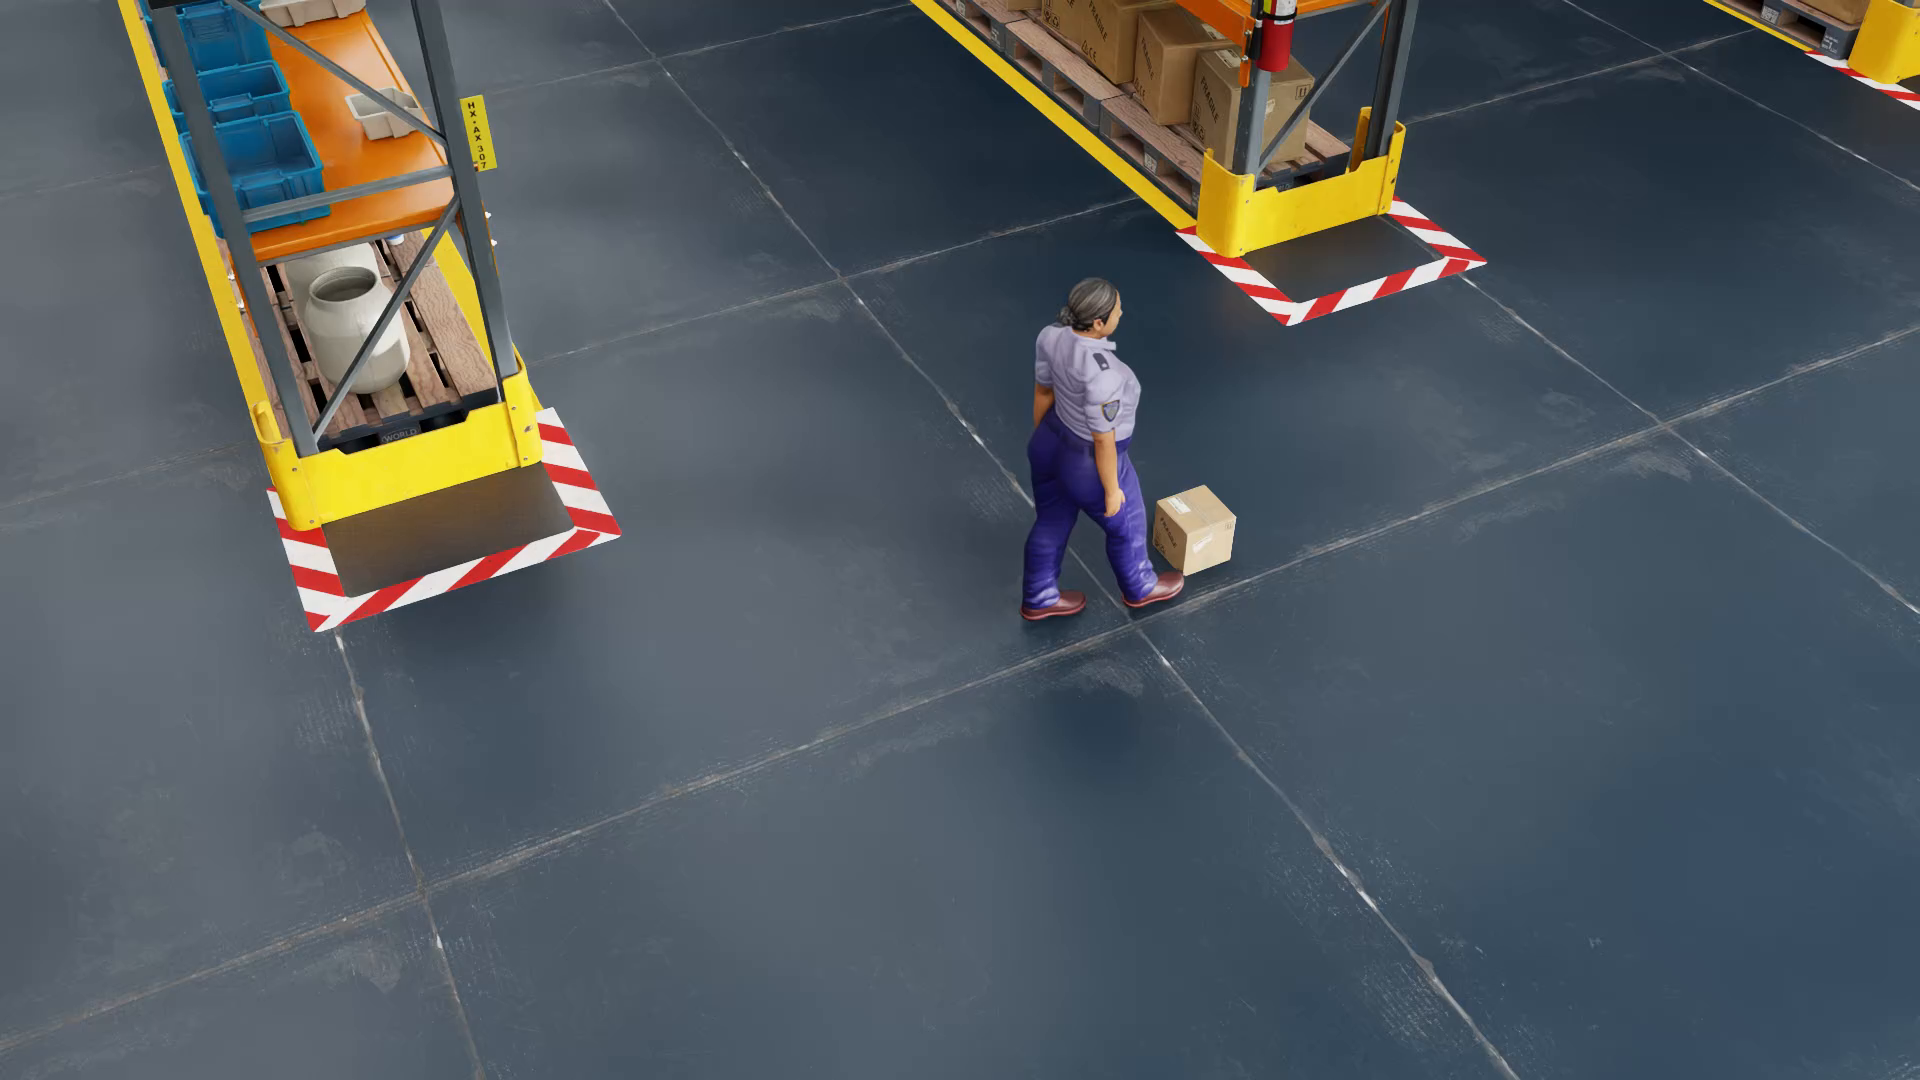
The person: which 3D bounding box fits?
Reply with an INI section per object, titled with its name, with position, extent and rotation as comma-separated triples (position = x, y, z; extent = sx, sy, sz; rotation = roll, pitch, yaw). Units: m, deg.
[person]
position = 0.589, -0.364, 6.568
extent = 0.702, 1.639, 0.499
rotation = -24, 47, -25
